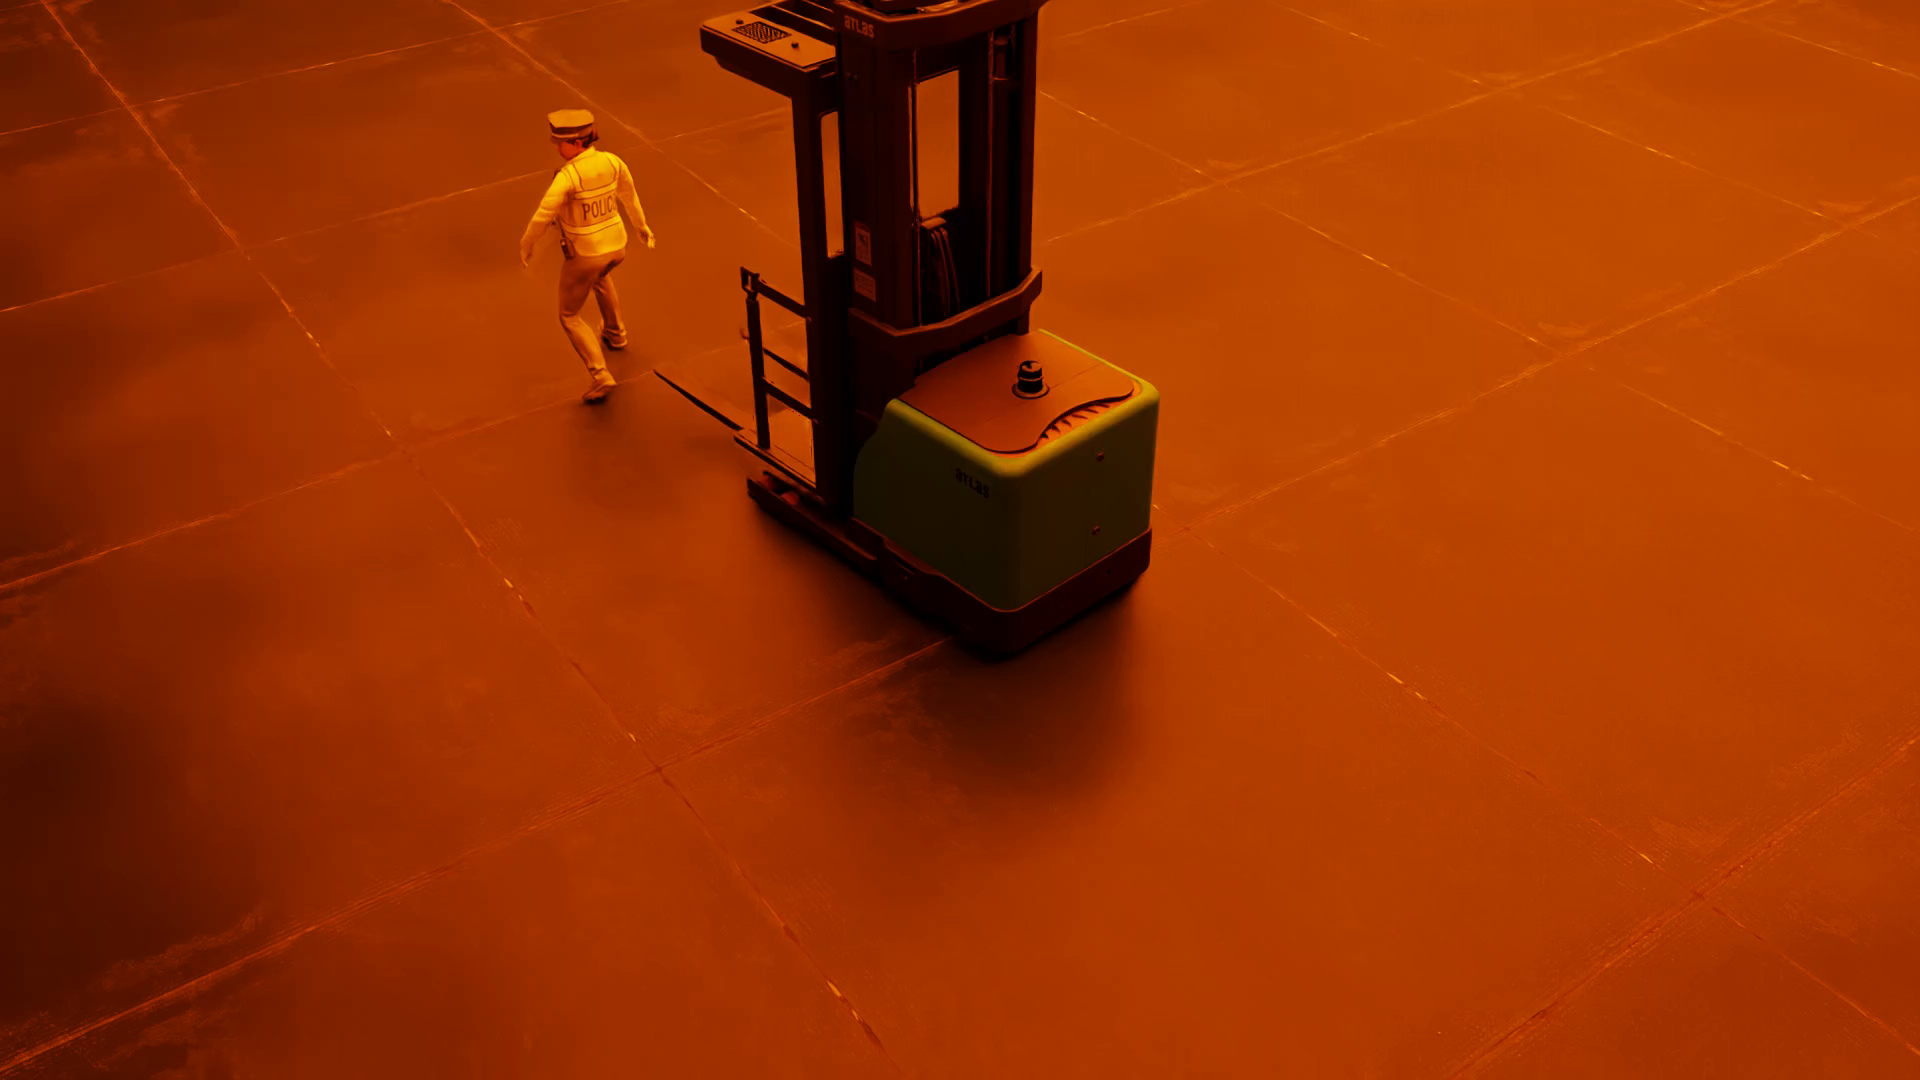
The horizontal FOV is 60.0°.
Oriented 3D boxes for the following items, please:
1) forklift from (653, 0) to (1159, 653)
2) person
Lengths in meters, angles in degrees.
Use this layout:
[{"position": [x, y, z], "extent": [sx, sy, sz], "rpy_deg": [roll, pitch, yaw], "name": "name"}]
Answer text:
[{"position": [-0.451, -1.449, 7.905], "extent": [1.130, 2.935, 3.031], "rpy_deg": [-29, 45, -33], "name": "forklift"}, {"position": [-2.056, -1.647, 9.377], "extent": [0.701, 1.633, 0.772], "rpy_deg": [25, 43, 29], "name": "person"}]
